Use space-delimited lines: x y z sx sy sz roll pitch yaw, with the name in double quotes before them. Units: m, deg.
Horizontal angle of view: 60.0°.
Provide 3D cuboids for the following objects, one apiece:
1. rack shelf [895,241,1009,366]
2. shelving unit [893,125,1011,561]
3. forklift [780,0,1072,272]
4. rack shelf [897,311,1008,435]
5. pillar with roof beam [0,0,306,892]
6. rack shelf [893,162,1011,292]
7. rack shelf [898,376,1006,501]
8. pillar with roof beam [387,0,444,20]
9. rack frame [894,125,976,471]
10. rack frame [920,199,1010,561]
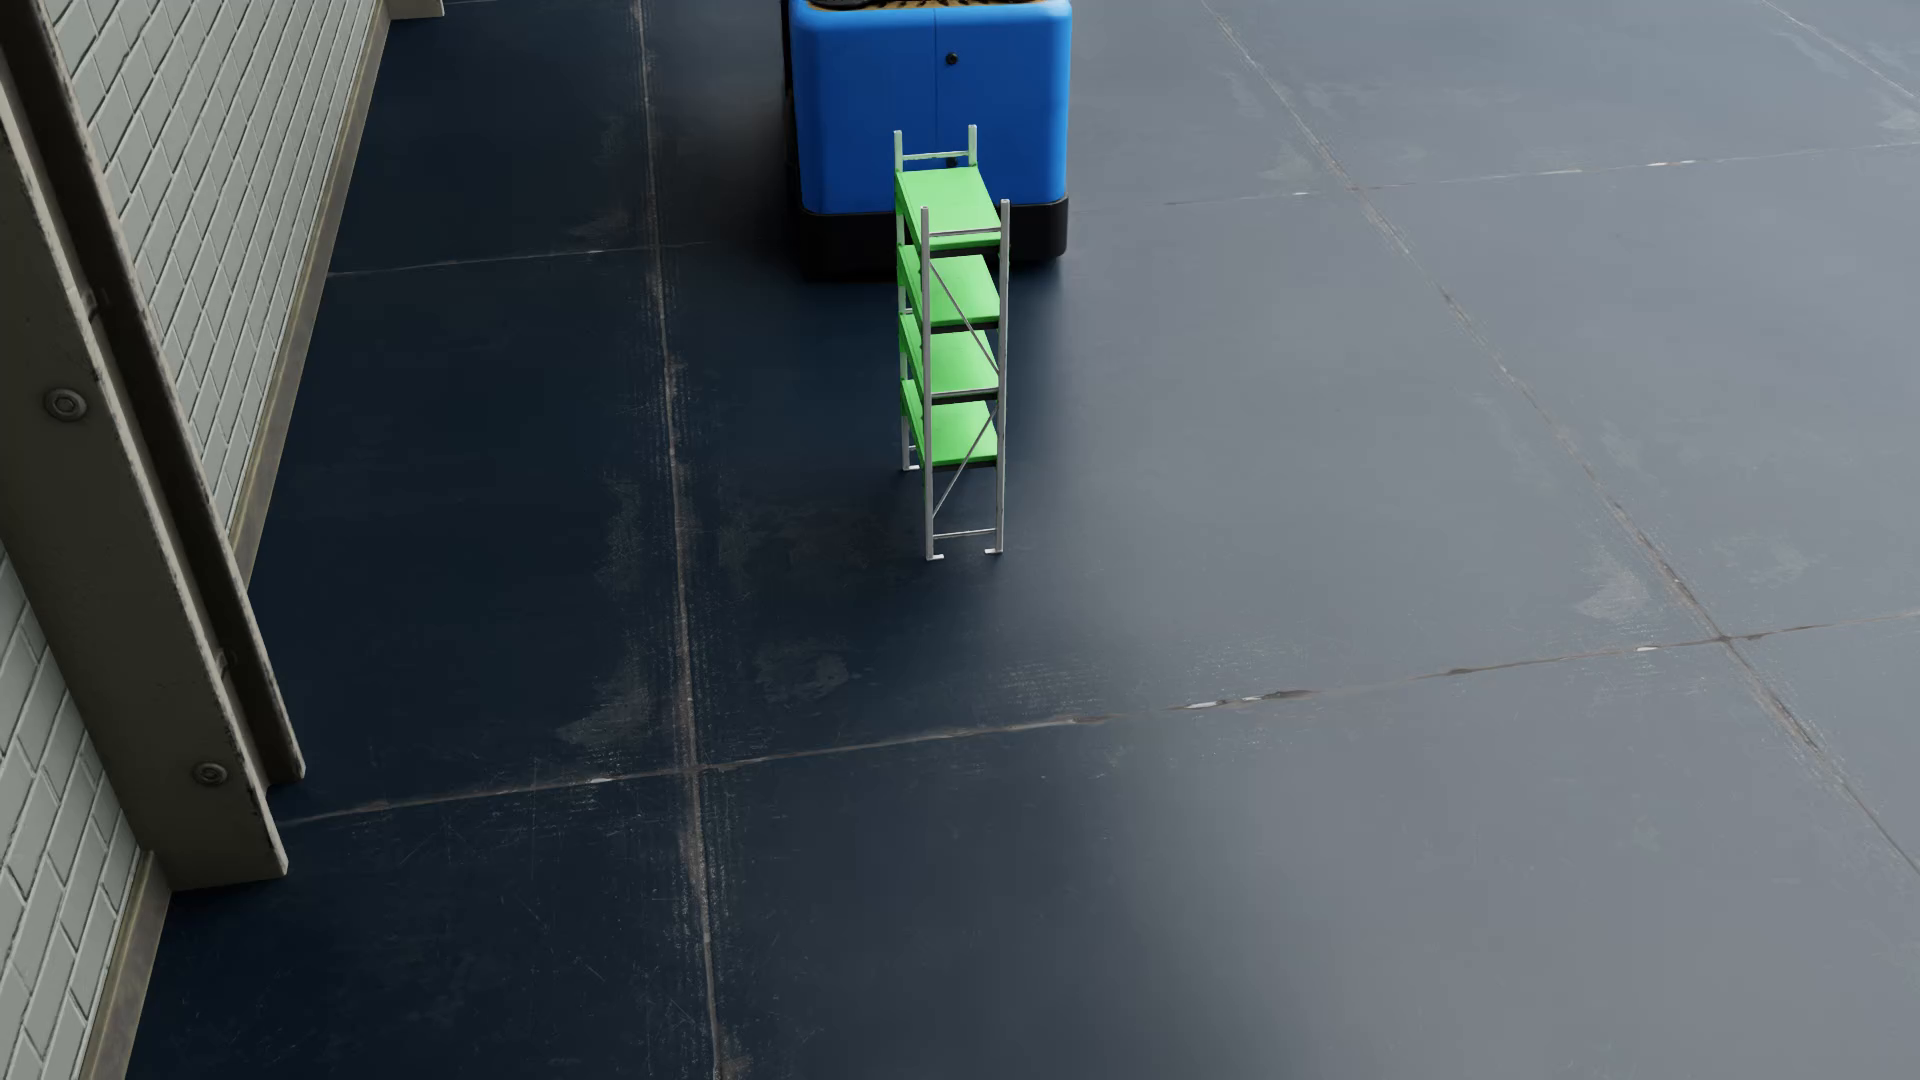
"rack shelf" -0.029 -0.713 4.903 0.258 0.148 0.480 -6 38 -8
"shelving unit" -0.029 -0.574 5.011 0.258 1.200 0.503 -6 38 -8
"forklift" -0.256 -3.097 6.848 1.130 2.935 3.031 -4 38 -5
"rack shelf" -0.029 -0.523 5.050 0.258 0.148 0.480 -6 38 -8
"pillar with roof beam" 2.362 -3.277 2.133 9.100 9.000 0.400 -6 38 -8
"rack shelf" -0.029 -0.902 4.755 0.258 0.148 0.480 -6 38 -8
"rack shelf" -0.029 -0.334 5.197 0.258 0.148 0.480 -6 38 -8
"pillar with roof beam" 1.310 -6.901 6.798 9.100 9.000 0.400 -6 38 -8
"rack frame" -0.072 -0.721 5.200 0.240 1.200 0.015 -6 38 -8
"rack frame" 0.014 -0.426 4.821 0.240 1.200 0.015 -6 38 -8
